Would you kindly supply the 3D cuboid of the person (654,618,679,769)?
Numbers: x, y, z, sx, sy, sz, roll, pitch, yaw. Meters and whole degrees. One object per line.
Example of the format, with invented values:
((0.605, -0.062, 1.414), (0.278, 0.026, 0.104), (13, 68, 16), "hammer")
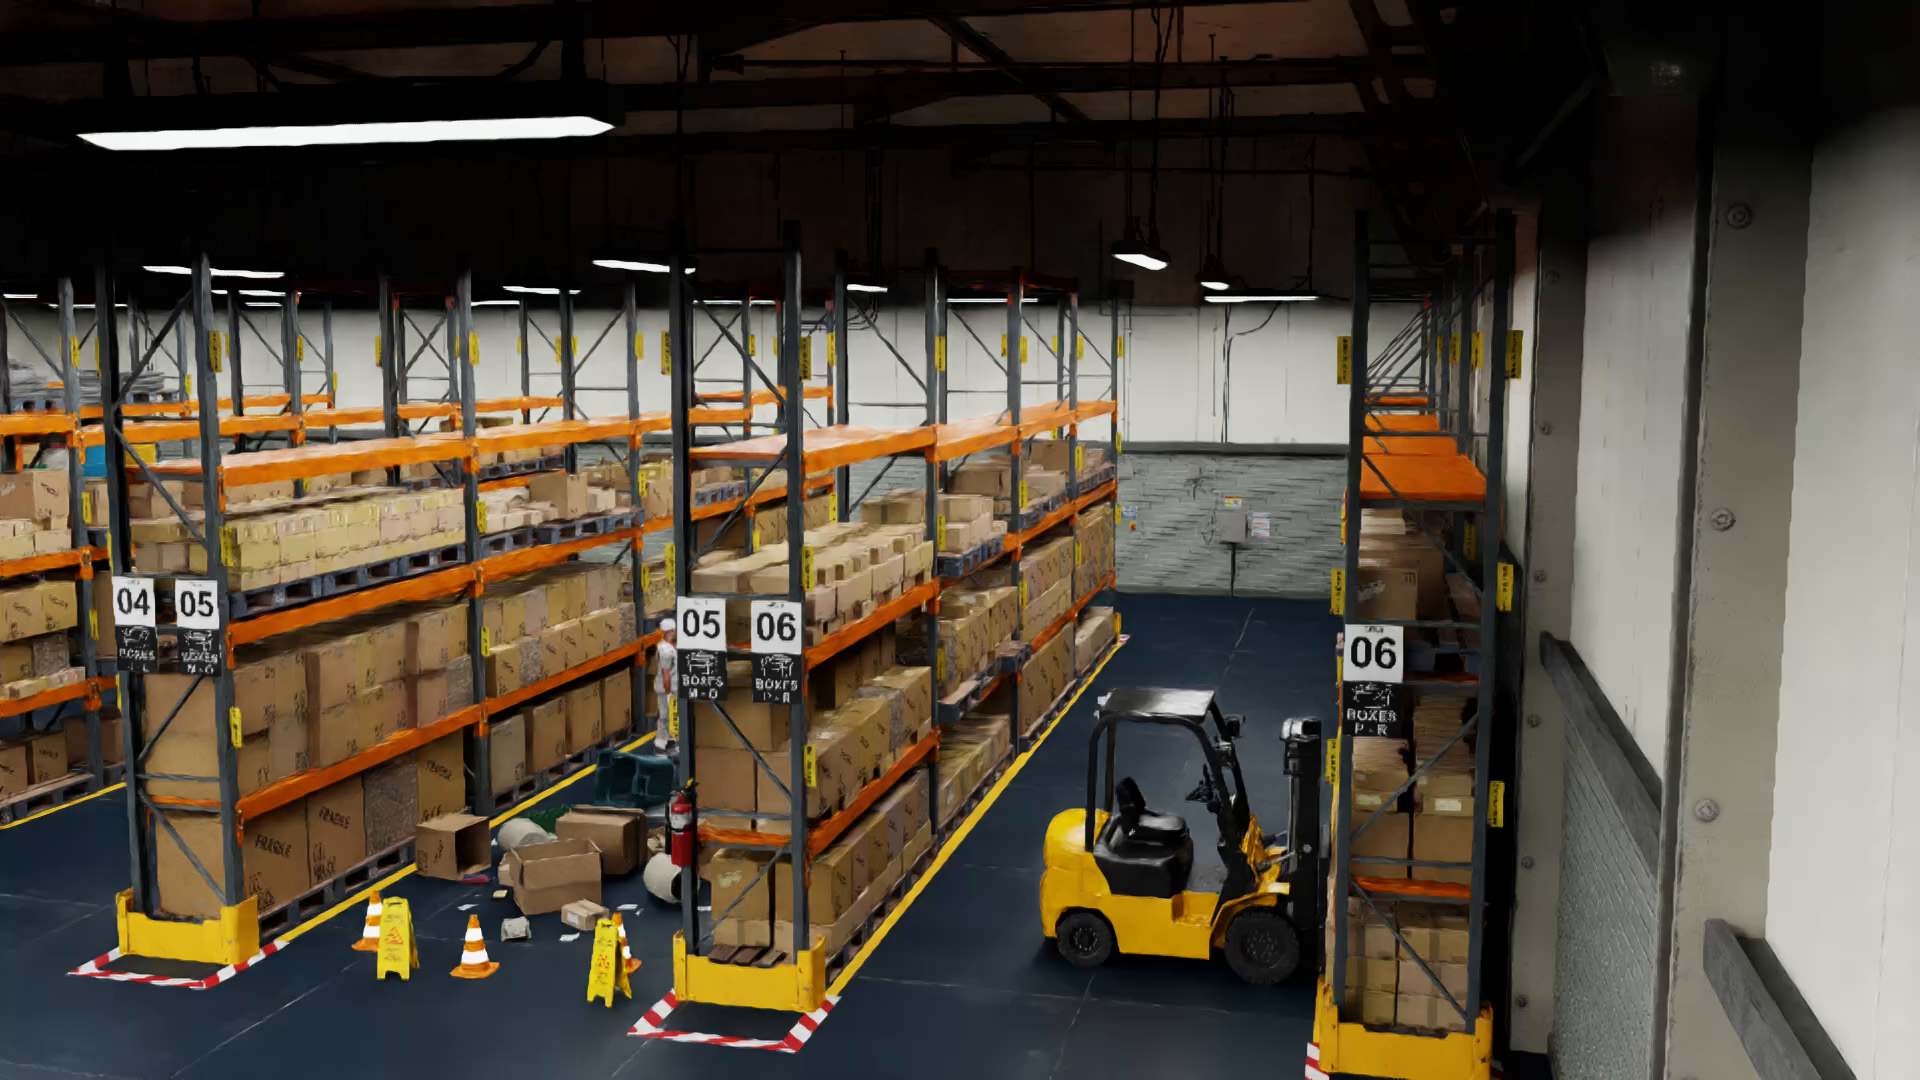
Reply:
((-3.459, 1.823, 20.014), (0.468, 1.794, 0.625), (-1, 7, -9), "person")
